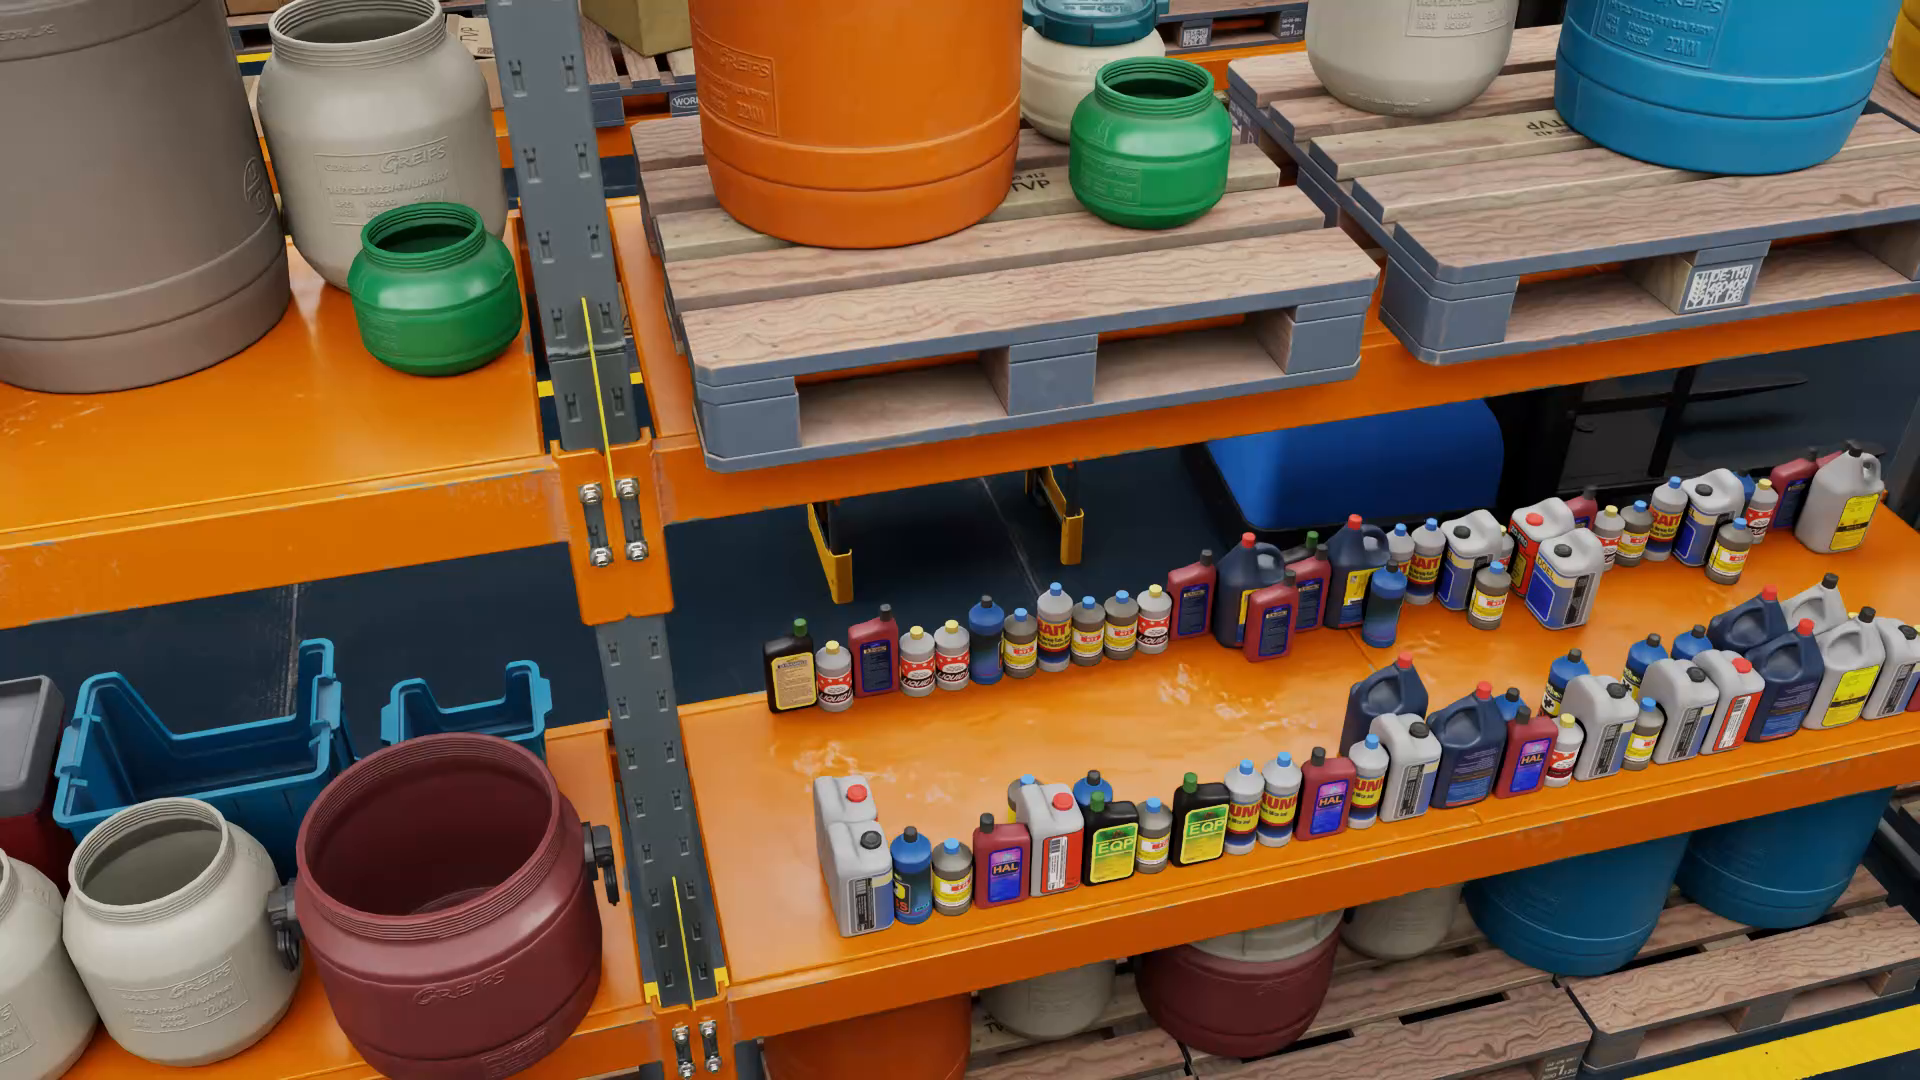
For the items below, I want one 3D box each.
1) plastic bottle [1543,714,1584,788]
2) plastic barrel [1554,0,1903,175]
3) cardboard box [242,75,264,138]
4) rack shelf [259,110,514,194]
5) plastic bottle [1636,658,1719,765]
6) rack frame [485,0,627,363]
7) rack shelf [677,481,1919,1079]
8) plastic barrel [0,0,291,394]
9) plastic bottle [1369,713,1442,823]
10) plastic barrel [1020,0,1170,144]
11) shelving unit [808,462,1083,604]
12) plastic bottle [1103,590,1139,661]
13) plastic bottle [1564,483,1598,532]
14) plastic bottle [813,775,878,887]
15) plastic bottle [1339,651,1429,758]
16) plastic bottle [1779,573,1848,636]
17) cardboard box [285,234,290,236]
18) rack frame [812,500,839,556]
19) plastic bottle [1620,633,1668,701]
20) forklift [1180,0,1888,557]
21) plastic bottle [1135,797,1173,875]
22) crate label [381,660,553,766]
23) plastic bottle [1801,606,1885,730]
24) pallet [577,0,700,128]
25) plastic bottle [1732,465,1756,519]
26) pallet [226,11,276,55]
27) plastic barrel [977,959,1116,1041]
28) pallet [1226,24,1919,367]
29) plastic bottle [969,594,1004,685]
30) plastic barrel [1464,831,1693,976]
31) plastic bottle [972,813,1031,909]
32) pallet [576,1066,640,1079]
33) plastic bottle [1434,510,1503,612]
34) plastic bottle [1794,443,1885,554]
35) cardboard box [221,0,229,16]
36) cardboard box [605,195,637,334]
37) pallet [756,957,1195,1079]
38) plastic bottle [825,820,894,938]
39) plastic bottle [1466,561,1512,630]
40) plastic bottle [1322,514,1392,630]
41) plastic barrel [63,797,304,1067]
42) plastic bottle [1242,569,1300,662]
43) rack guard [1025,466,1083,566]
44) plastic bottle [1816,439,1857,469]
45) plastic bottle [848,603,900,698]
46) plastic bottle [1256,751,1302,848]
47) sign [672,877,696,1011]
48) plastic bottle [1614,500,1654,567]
[{"bbox_3d":[1.533,0.529,4.253,0.097,0.201,0.097,0,37,0],"label":"plastic bottle"},{"bbox_3d":[1.519,-1.229,3.161,0.708,0.901,0.600,-9,38,-12],"label":"plastic barrel"},{"bbox_3d":[-3.239,-1.970,7.563,0.250,0.149,0.380,-7,38,-9],"label":"cardboard box"},{"bbox_3d":[-3.953,-1.702,7.598,4.000,0.370,1.077,-9,38,-12],"label":"rack shelf"},{"bbox_3d":[1.862,0.428,4.323,0.135,0.276,0.152,-9,38,-12],"label":"plastic bottle"},{"bbox_3d":[-0.734,-1.781,2.172,0.127,3.000,1.000,-9,38,-12],"label":"rack frame"},{"bbox_3d":[1.196,0.570,4.628,4.000,0.370,1.077,-9,38,-12],"label":"rack shelf"},{"bbox_3d":[-1.584,-0.786,2.927,0.600,0.901,0.600,0,37,0],"label":"plastic barrel"},{"bbox_3d":[1.106,0.552,4.161,0.135,0.276,0.152,-9,38,-12],"label":"plastic bottle"},{"bbox_3d":[0.262,-0.957,3.332,0.301,0.262,0.301,0,37,0],"label":"plastic barrel"},{"bbox_3d":[-0.074,-0.584,6.779,1.083,1.500,0.587,-9,38,-12],"label":"shelving unit"},{"bbox_3d":[0.448,0.230,4.645,0.097,0.201,0.097,0,37,0],"label":"plastic bottle"},{"bbox_3d":[1.805,-0.037,4.926,0.133,0.283,0.061,-9,38,-12],"label":"plastic bottle"},{"bbox_3d":[-0.272,0.683,3.991,0.135,0.276,0.152,-9,38,-12],"label":"plastic bottle"},{"bbox_3d":[1.092,0.432,4.257,0.185,0.351,0.144,-9,38,-12],"label":"plastic bottle"},{"bbox_3d":[2.288,0.241,4.507,0.185,0.351,0.144,-9,38,-12],"label":"plastic bottle"},{"bbox_3d":[-2.964,-1.288,7.921,0.500,0.311,0.500,-10,39,-13],"label":"cardboard box"},{"bbox_3d":[-0.573,-0.502,6.671,0.032,1.500,0.500,-9,38,-12],"label":"rack frame"},{"bbox_3d":[1.811,0.360,4.417,0.097,0.271,0.097,0,37,0],"label":"plastic bottle"},{"bbox_3d":[2.582,-1.417,6.689,3.031,2.935,1.130,-6,38,-8],"label":"forklift"},{"bbox_3d":[0.462,0.705,4.023,0.097,0.201,0.097,0,37,0],"label":"plastic bottle"},{"bbox_3d":[-1.239,0.515,4.246,0.416,0.233,0.303,-9,38,-12],"label":"crate label"},{"bbox_3d":[2.325,0.325,4.397,0.185,0.351,0.144,-9,38,-12],"label":"plastic bottle"},{"bbox_3d":[-1.386,-2.377,8.046,1.003,0.211,1.213,-9,38,-12],"label":"pallet"},{"bbox_3d":[2.333,-0.108,5.028,0.097,0.271,0.097,0,37,0],"label":"plastic bottle"},{"bbox_3d":[-5.248,-3.788,12.028,1.213,0.211,1.003,-9,38,-12],"label":"pallet"},{"bbox_3d":[0.255,1.194,4.923,0.421,0.512,0.421,0,37,0],"label":"plastic barrel"},{"bbox_3d":[1.302,-0.786,3.495,1.213,0.211,1.003,-9,38,-12],"label":"pallet"},{"bbox_3d":[0.072,0.263,4.543,0.097,0.271,0.097,0,37,0],"label":"plastic bottle"},{"bbox_3d":[1.914,0.823,5.087,0.708,0.901,0.600,-9,38,-12],"label":"plastic barrel"},{"bbox_3d":[0.097,0.744,3.905,0.133,0.283,0.061,-9,38,-12],"label":"plastic bottle"},{"bbox_3d":[-1.492,1.809,4.711,1.213,0.211,1.003,-9,38,-12],"label":"pallet"},{"bbox_3d":[1.463,0.050,4.817,0.135,0.276,0.152,-9,38,-12],"label":"plastic bottle"},{"bbox_3d":[2.664,-0.140,5.005,0.185,0.351,0.144,-9,38,-12],"label":"plastic bottle"},{"bbox_3d":[-5.484,-4.053,11.774,0.500,0.500,0.700,-9,38,-11],"label":"cardboard box"},{"bbox_3d":[-1.508,-1.391,8.295,0.500,0.500,0.500,-8,38,-10],"label":"cardboard box"},{"bbox_3d":[0.016,1.560,5.037,1.213,0.211,1.003,-9,38,-12],"label":"pallet"},{"bbox_3d":[-0.232,0.772,3.874,0.135,0.276,0.152,-9,38,-12],"label":"plastic bottle"},{"bbox_3d":[1.514,0.150,4.748,0.097,0.201,0.097,0,37,0],"label":"plastic bottle"},{"bbox_3d":[1.120,0.075,4.724,0.185,0.351,0.144,-9,38,-12],"label":"plastic bottle"},{"bbox_3d":[-1.672,0.845,3.584,0.421,0.512,0.421,0,37,0],"label":"plastic barrel"},{"bbox_3d":[0.864,0.208,4.606,0.133,0.283,0.061,-9,38,-12],"label":"plastic bottle"},{"bbox_3d":[0.407,-0.166,7.261,0.087,0.250,0.587,-9,38,-12],"label":"rack guard"},{"bbox_3d":[2.662,-0.178,5.110,0.133,0.283,0.061,-9,38,-12],"label":"plastic bottle"},{"bbox_3d":[-0.232,0.297,4.489,0.133,0.283,0.061,-9,38,-12],"label":"plastic bottle"},{"bbox_3d":[0.779,0.625,4.070,0.097,0.271,0.097,0,37,0],"label":"plastic bottle"},{"bbox_3d":[-0.584,0.858,3.525,0.005,0.325,0.100,-9,38,-12],"label":"sign"},{"bbox_3d":[2.015,-0.028,4.981,0.097,0.201,0.097,0,37,0],"label":"plastic bottle"}]
